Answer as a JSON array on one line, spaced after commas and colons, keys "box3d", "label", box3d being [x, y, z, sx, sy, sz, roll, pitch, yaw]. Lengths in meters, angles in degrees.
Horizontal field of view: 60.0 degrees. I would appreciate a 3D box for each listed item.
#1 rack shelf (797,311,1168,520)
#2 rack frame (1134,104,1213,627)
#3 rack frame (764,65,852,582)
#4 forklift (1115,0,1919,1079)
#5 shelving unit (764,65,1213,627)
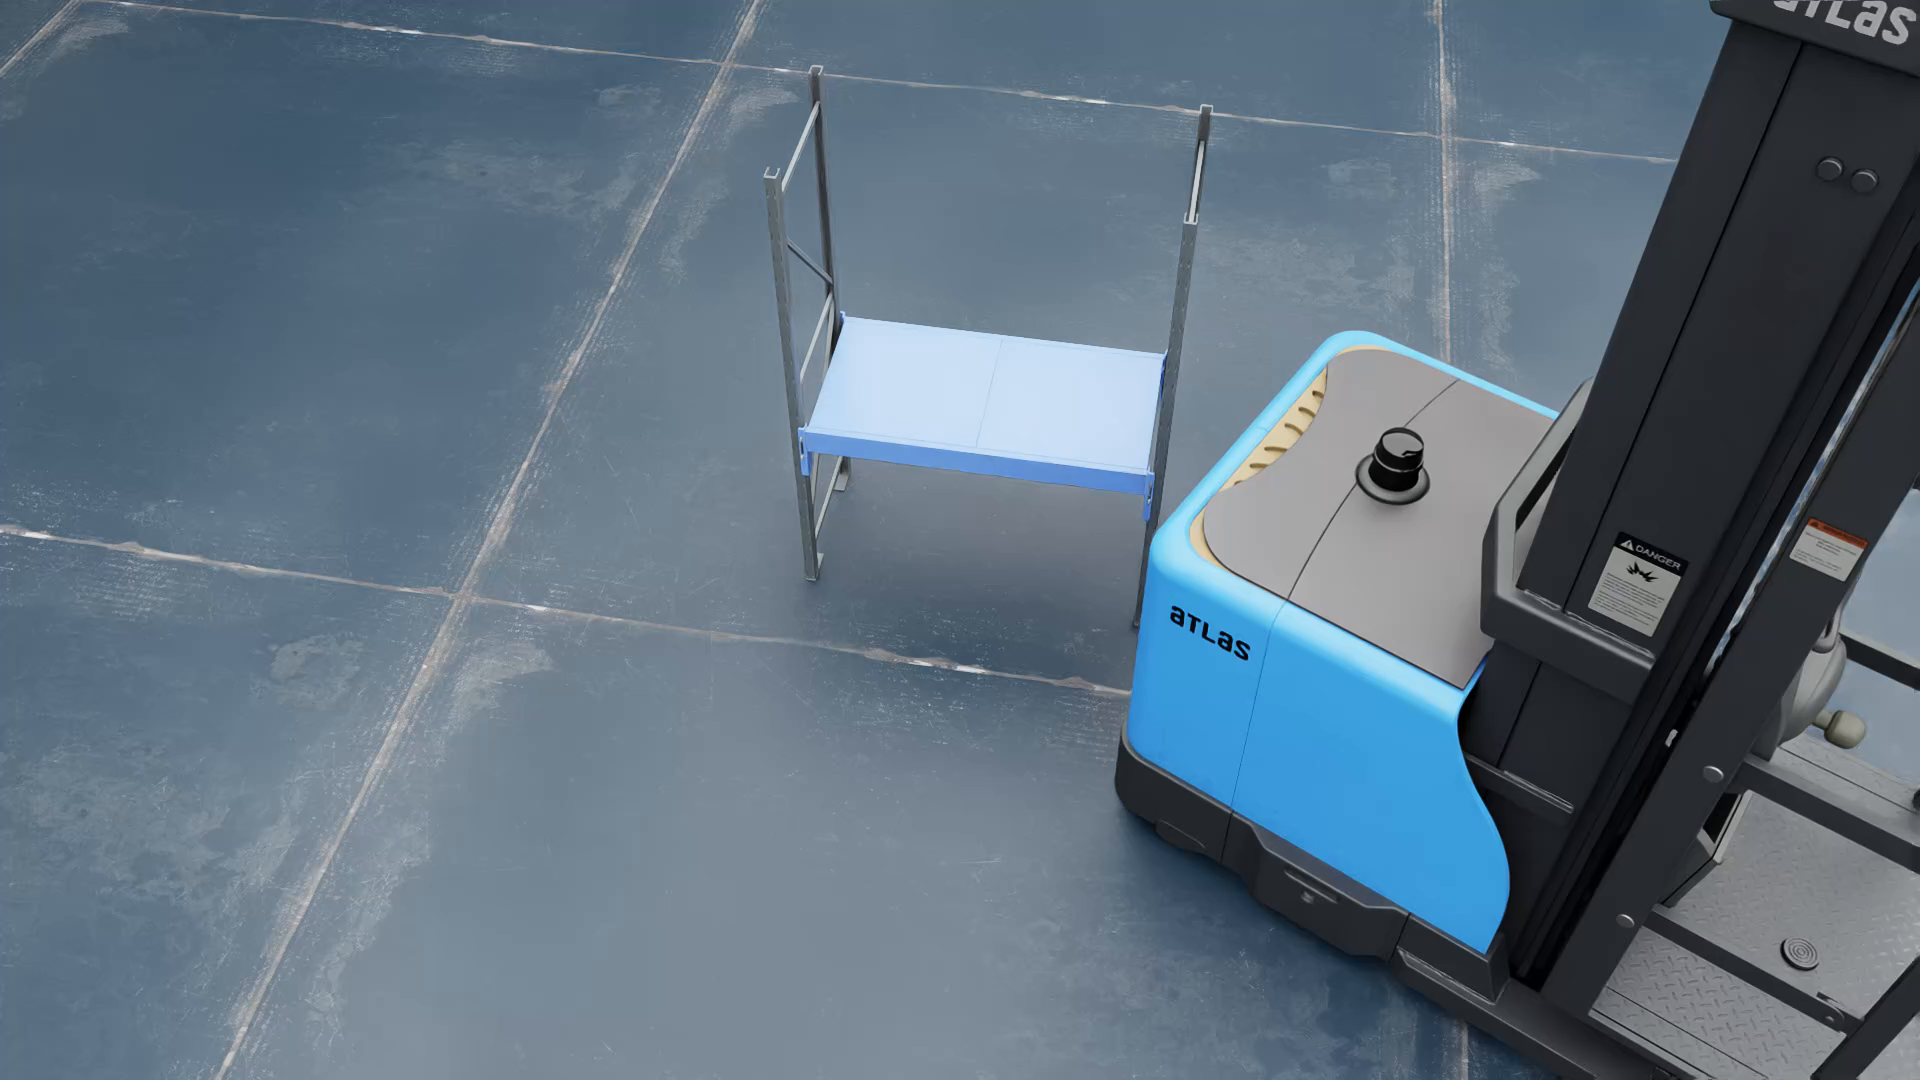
[{"box3d": [0.084, -0.370, 4.816, 1.000, 0.185, 0.538, 8, 49, 7], "label": "rack shelf"}, {"box3d": [0.584, -0.423, 4.622, 0.032, 1.500, 0.500, 8, 49, 7], "label": "rack frame"}, {"box3d": [-0.416, -0.557, 4.742, 0.032, 1.500, 0.500, 8, 49, 7], "label": "rack frame"}, {"box3d": [1.913, 0.105, 3.185, 3.031, 2.935, 1.130, 29, 54, 23], "label": "forklift"}, {"box3d": [0.084, -0.490, 4.682, 1.048, 1.500, 0.538, 8, 49, 7], "label": "shelving unit"}]
